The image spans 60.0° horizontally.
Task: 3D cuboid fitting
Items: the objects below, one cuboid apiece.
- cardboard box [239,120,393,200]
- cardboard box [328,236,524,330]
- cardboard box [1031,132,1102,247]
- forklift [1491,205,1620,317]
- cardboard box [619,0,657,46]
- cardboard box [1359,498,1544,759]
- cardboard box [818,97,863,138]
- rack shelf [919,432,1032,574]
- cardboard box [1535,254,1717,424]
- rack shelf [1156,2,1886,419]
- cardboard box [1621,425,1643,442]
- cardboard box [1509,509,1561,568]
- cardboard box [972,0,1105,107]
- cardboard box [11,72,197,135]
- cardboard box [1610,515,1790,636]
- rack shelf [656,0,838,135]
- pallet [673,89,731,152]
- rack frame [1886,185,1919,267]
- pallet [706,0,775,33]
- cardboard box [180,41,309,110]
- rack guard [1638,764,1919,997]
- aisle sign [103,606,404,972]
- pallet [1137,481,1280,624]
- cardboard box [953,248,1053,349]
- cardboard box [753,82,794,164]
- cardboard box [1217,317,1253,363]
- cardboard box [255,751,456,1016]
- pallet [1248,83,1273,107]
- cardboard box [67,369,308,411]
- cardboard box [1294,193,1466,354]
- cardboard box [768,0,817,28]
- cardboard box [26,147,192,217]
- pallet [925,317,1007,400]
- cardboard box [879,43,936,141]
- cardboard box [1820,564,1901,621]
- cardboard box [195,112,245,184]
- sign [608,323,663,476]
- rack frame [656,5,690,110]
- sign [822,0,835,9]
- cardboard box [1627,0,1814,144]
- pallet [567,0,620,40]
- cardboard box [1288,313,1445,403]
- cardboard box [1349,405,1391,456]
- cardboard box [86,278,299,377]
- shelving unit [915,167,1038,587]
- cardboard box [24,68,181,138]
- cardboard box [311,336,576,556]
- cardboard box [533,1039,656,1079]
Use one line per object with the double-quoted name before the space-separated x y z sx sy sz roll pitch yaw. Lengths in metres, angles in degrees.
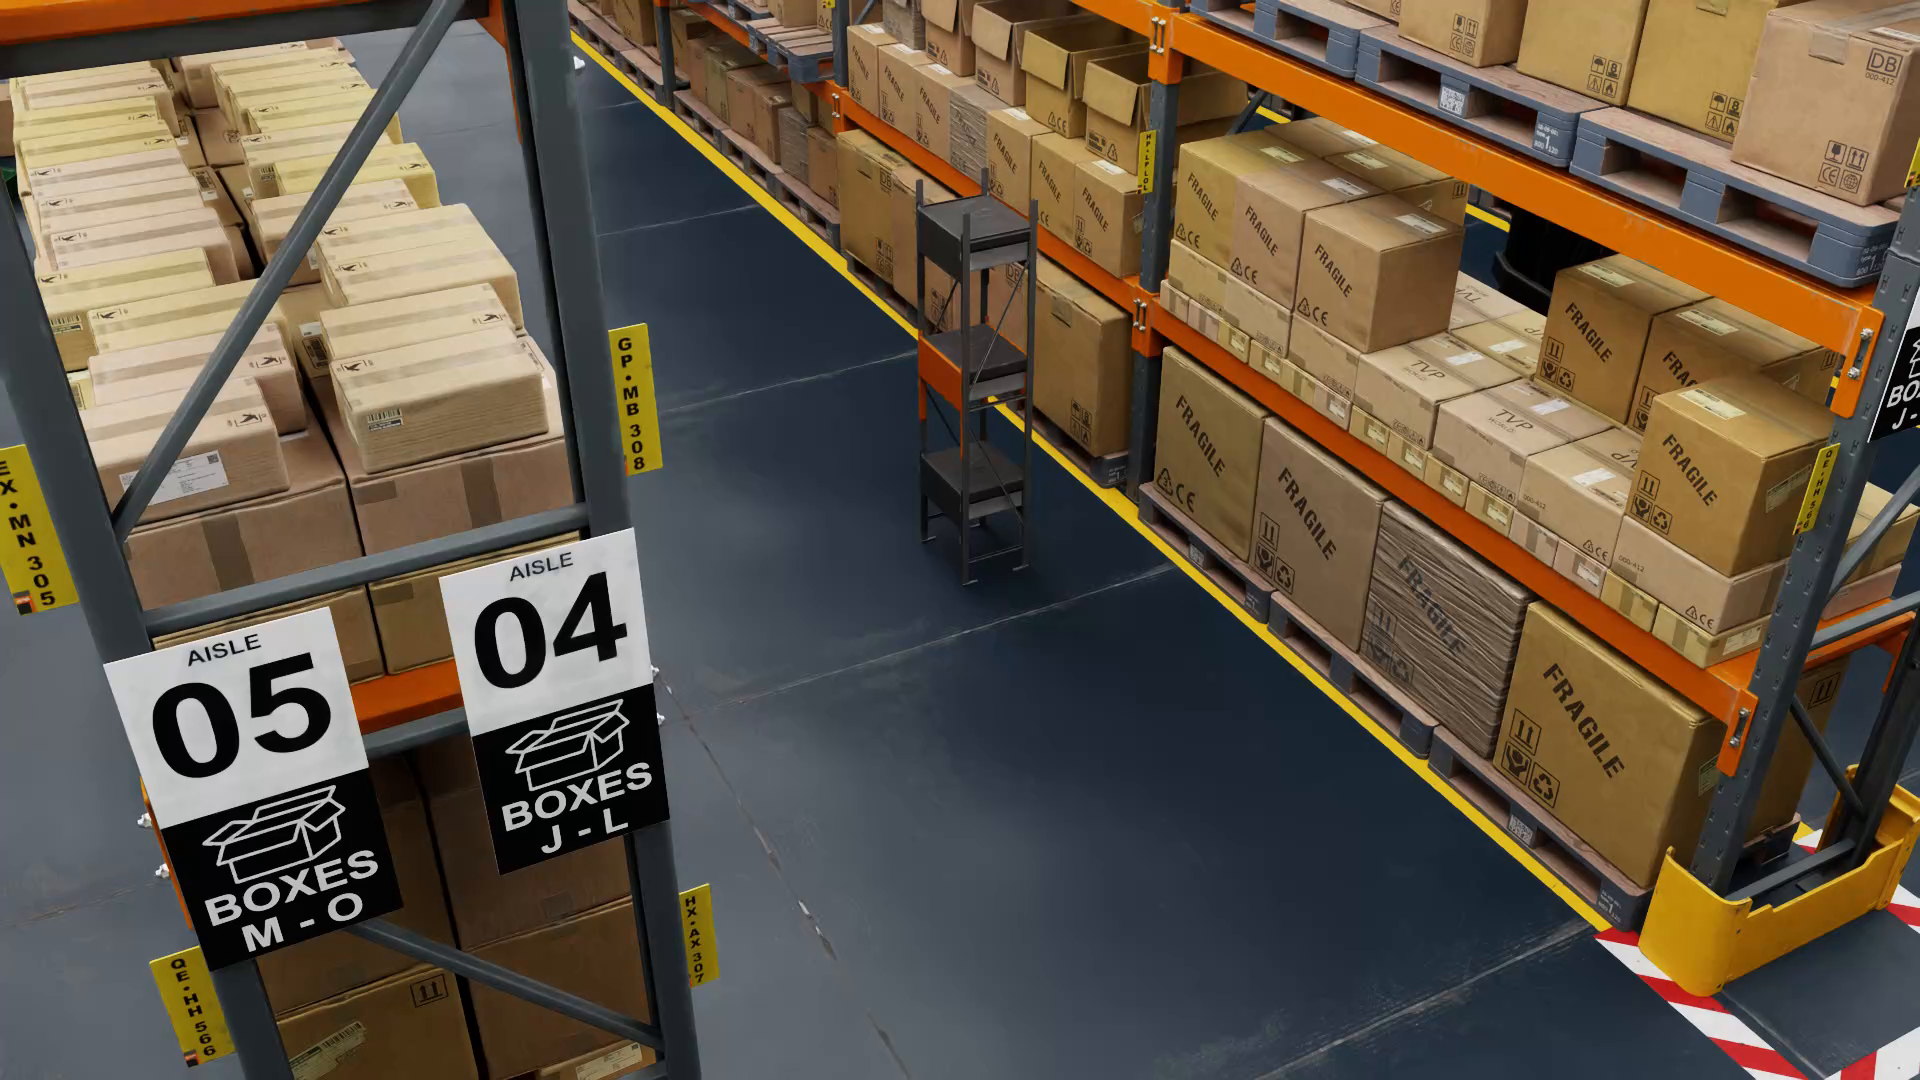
"cardboard box" -1.786 -1.047 4.647 0.380 0.149 0.250 -15 35 -22
"cardboard box" -1.253 -0.572 3.907 0.380 0.149 0.250 -16 36 -23
"cardboard box" 0.747 -2.051 9.596 0.500 0.500 0.500 -15 35 -22
"forklift" 3.789 -1.550 8.971 3.031 2.935 1.130 -12 34 -18
"cardboard box" -3.082 -5.307 16.700 0.500 0.500 0.500 -19 37 -27
"cardboard box" 2.503 0.291 7.614 0.875 0.875 0.875 -16 36 -23
"cardboard box" -0.772 -3.286 12.831 0.500 0.250 0.500 -14 35 -21
"rack shelf" 0.077 -0.204 8.964 0.431 0.518 0.480 -16 36 -23
"cardboard box" 2.832 -0.867 7.009 0.500 0.500 0.500 -17 36 -24
"rack shelf" 2.364 -1.622 6.906 1.077 0.370 4.000 -16 36 -23
"cardboard box" 3.063 -0.313 6.840 0.500 0.250 0.500 -16 36 -24
"cardboard box" 2.484 -0.052 6.803 0.380 0.149 0.250 -15 36 -22
"cardboard box" 0.513 -3.007 10.158 0.797 0.503 0.637 -15 35 -22
"cardboard box" -2.763 -1.298 5.409 0.500 0.250 0.500 -16 36 -23
"cardboard box" 2.836 0.066 6.248 0.500 0.250 0.500 -16 36 -24
"rack shelf" -1.366 -4.177 13.674 1.077 0.370 4.000 -16 36 -23
"pallet" -1.934 -3.889 15.143 1.003 0.211 1.213 -16 36 -23
"rack frame" 3.297 -2.233 4.413 1.000 3.000 0.127 -16 36 -23
"pallet" -1.393 -4.379 13.501 1.003 0.211 1.213 -16 36 -23
"cardboard box" -2.314 -1.530 5.402 0.380 0.149 0.250 -15 35 -21
"rack guard" 3.308 1.357 6.688 1.175 0.500 0.348 -16 36 -23
"aisle sign" -1.370 0.508 3.286 0.394 0.787 0.004 -16 36 -23
"pallet" 1.717 -0.060 9.166 1.003 0.211 1.213 -16 36 -23
"cardboard box" 0.698 -1.625 10.605 1.225 0.875 0.875 -17 36 -25
"cardboard box" -1.304 -3.503 13.865 0.700 0.500 0.500 -13 35 -19
"cardboard box" 1.521 -1.035 8.336 0.380 0.149 0.250 -15 35 -22
"cardboard box" -1.572 0.748 4.026 0.500 0.500 0.500 -17 36 -24
"pallet" 3.057 -4.558 16.187 1.003 0.211 1.213 -16 36 -23
"cardboard box" -1.818 -0.318 3.879 0.500 0.250 0.500 -17 36 -24
"cardboard box" 1.898 -1.217 7.556 0.500 0.500 0.500 -17 36 -25
"cardboard box" -1.069 -4.233 12.613 0.700 0.500 0.500 -11 34 -16
"cardboard box" -2.251 -0.911 4.435 0.380 0.149 0.250 -17 36 -24
"pallet" 0.432 -1.374 11.218 1.003 0.211 1.213 -16 36 -23
"cardboard box" -0.205 -3.021 11.111 0.500 0.500 0.500 -17 36 -24
"cardboard box" 3.423 0.146 6.493 0.380 0.149 0.250 -15 36 -23
"cardboard box" -2.084 -1.172 5.213 0.500 0.250 0.500 -14 35 -21
"sign" -0.658 -0.276 3.328 0.100 0.325 0.005 -16 36 -23
"rack frame" -2.298 -5.434 14.970 1.000 3.000 0.127 -16 36 -23
"sign" -0.909 -3.838 11.479 0.100 0.325 0.005 -16 36 -23
"cardboard box" 2.851 -1.765 5.888 0.700 0.500 0.500 -17 36 -25
"pallet" -3.780 -5.736 18.026 1.003 0.211 1.213 -16 36 -23
"cardboard box" 1.893 -0.904 7.762 0.500 0.250 0.500 -15 36 -22
"cardboard box" 2.004 -0.542 7.567 0.380 0.149 0.250 -17 36 -24
"cardboard box" -1.702 -0.436 3.694 0.380 0.149 0.250 -17 36 -25
"shelving unit" 0.077 -0.805 8.579 0.431 2.100 0.503 -16 36 -23
"cardboard box" -2.598 -1.298 5.039 0.380 0.149 0.250 -17 36 -25
"cardboard box" -1.118 -0.198 3.692 0.500 0.250 0.500 -15 36 -22
"cardboard box" -0.999 1.361 4.597 0.380 0.149 0.250 -16 36 -23
